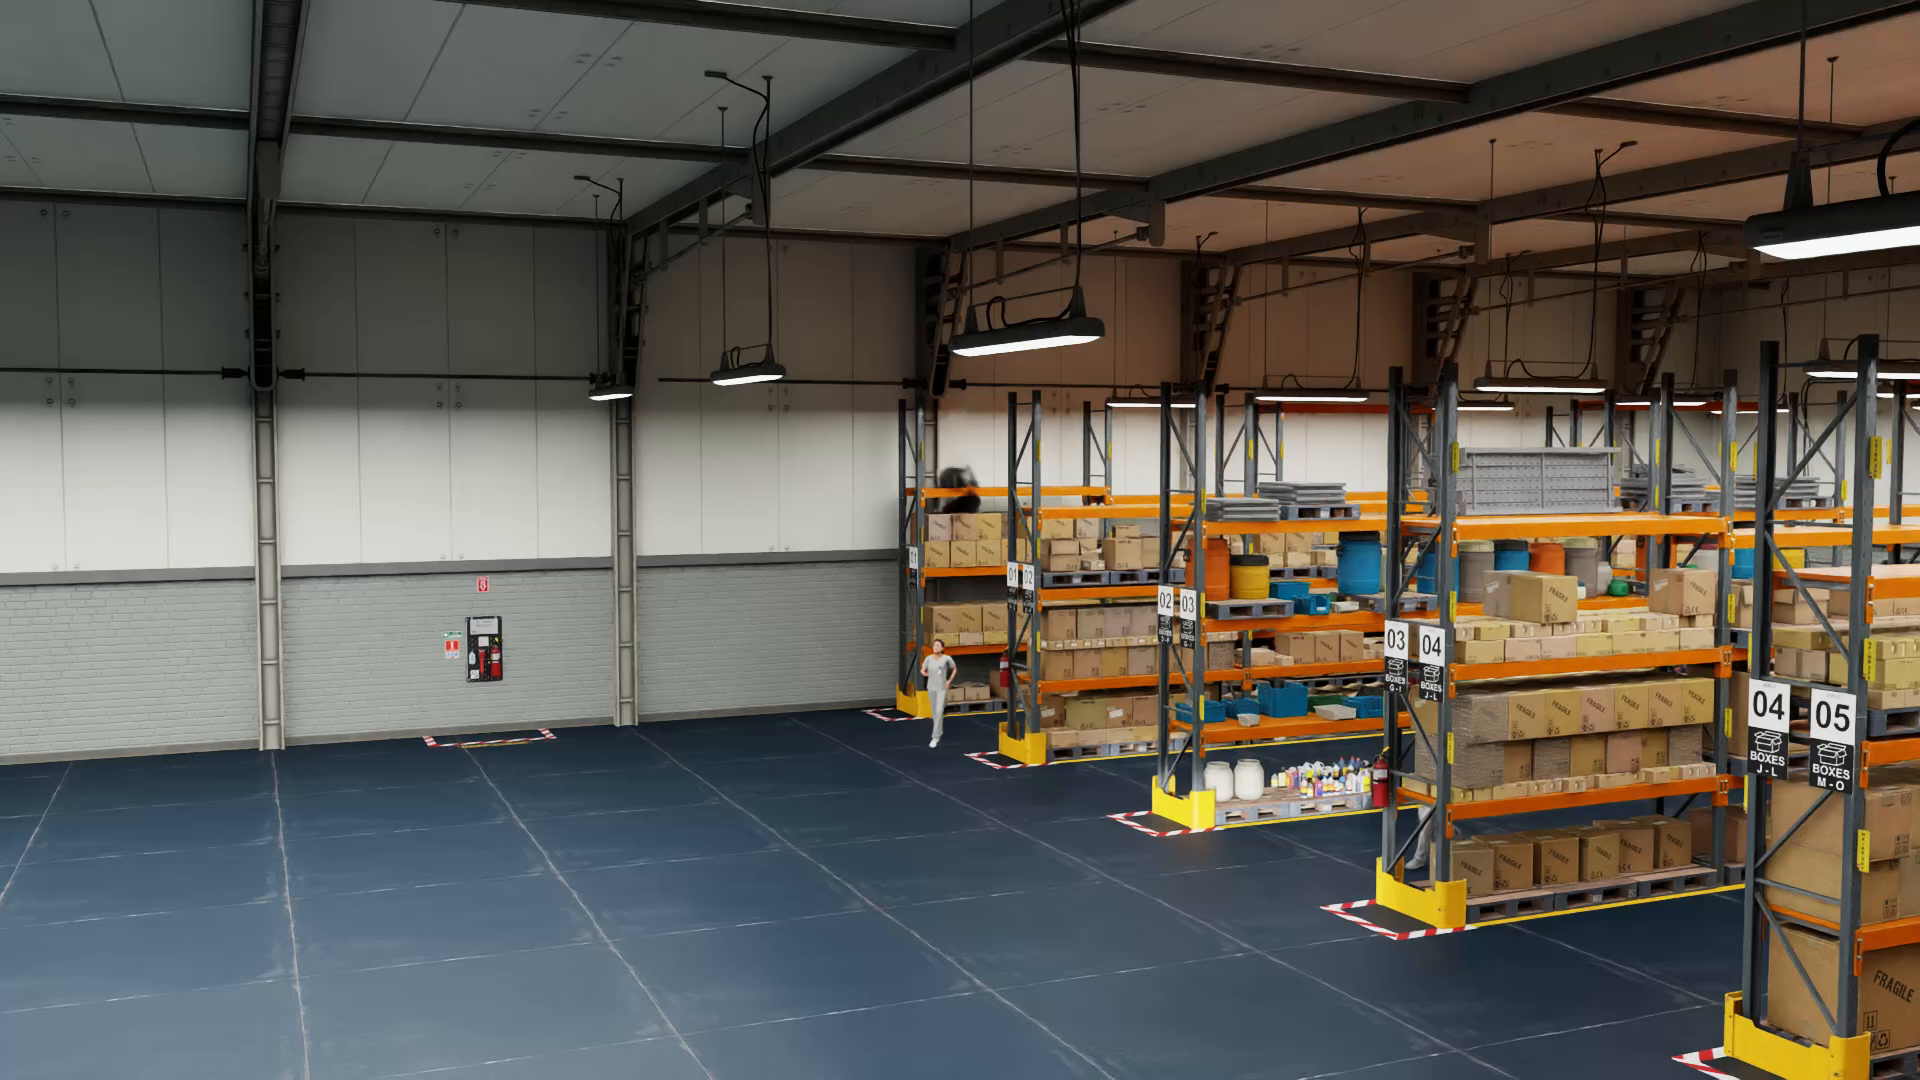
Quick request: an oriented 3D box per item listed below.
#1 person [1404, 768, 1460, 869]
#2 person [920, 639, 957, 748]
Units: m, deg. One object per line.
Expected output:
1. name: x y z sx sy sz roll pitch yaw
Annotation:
1. person: 5.807 3.115 20.282 0.877 1.750 0.727 -2 4 -29
2. person: -0.385 2.460 26.914 0.575 1.709 0.815 1 4 21
